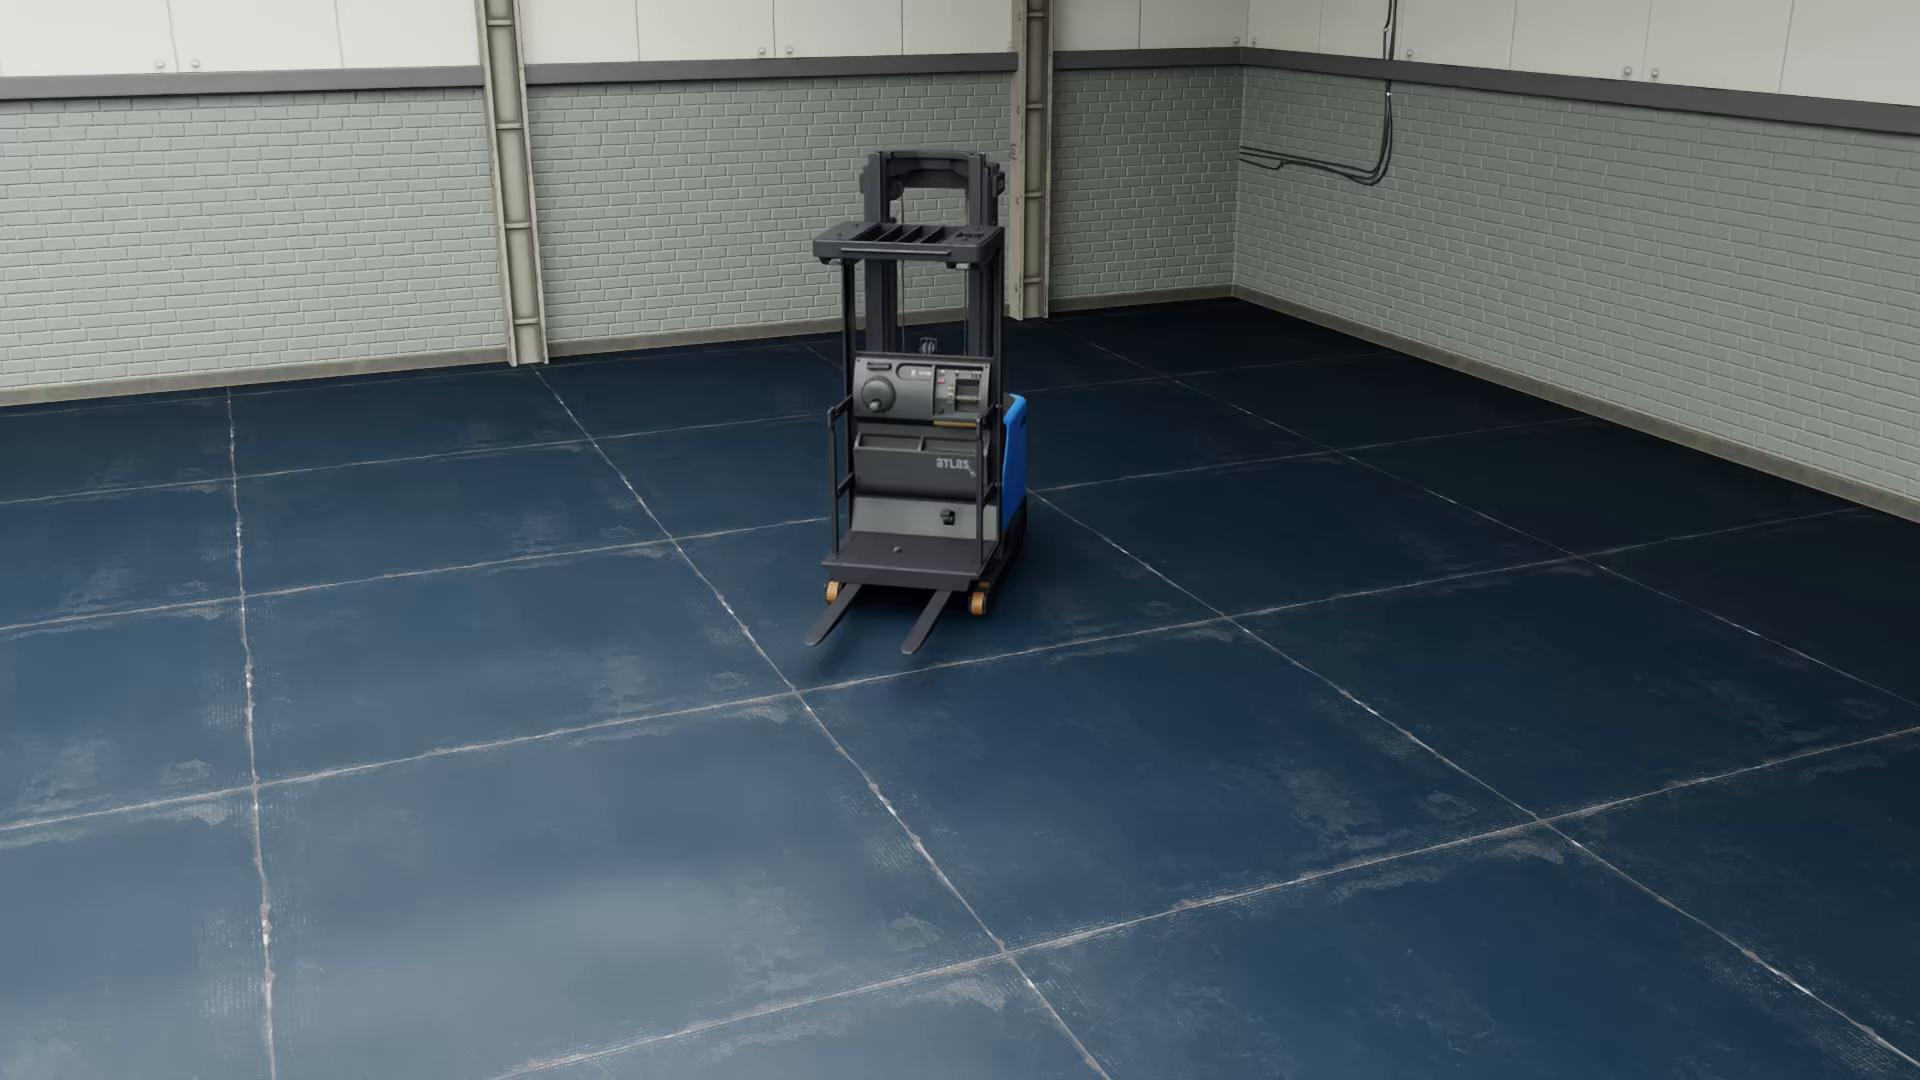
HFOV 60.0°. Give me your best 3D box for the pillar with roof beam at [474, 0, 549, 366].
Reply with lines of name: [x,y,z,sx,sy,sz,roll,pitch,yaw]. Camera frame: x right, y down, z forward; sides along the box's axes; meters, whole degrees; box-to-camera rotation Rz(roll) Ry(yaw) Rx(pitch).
pillar with roof beam: [-2.970,-4.864,12.785,0.400,9.000,9.100,-8,21,-22]

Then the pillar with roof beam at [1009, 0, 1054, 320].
pillar with roof beam: [2.539,-5.653,15.027,0.400,9.000,9.100,-8,21,-22]

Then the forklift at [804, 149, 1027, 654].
forklift: [-0.300,-1.009,10.974,1.130,2.935,3.031,4,20,11]

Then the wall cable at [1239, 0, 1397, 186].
wall cable: [4.063,-5.485,19.227,0.112,2.526,3.097,-8,21,-22]
